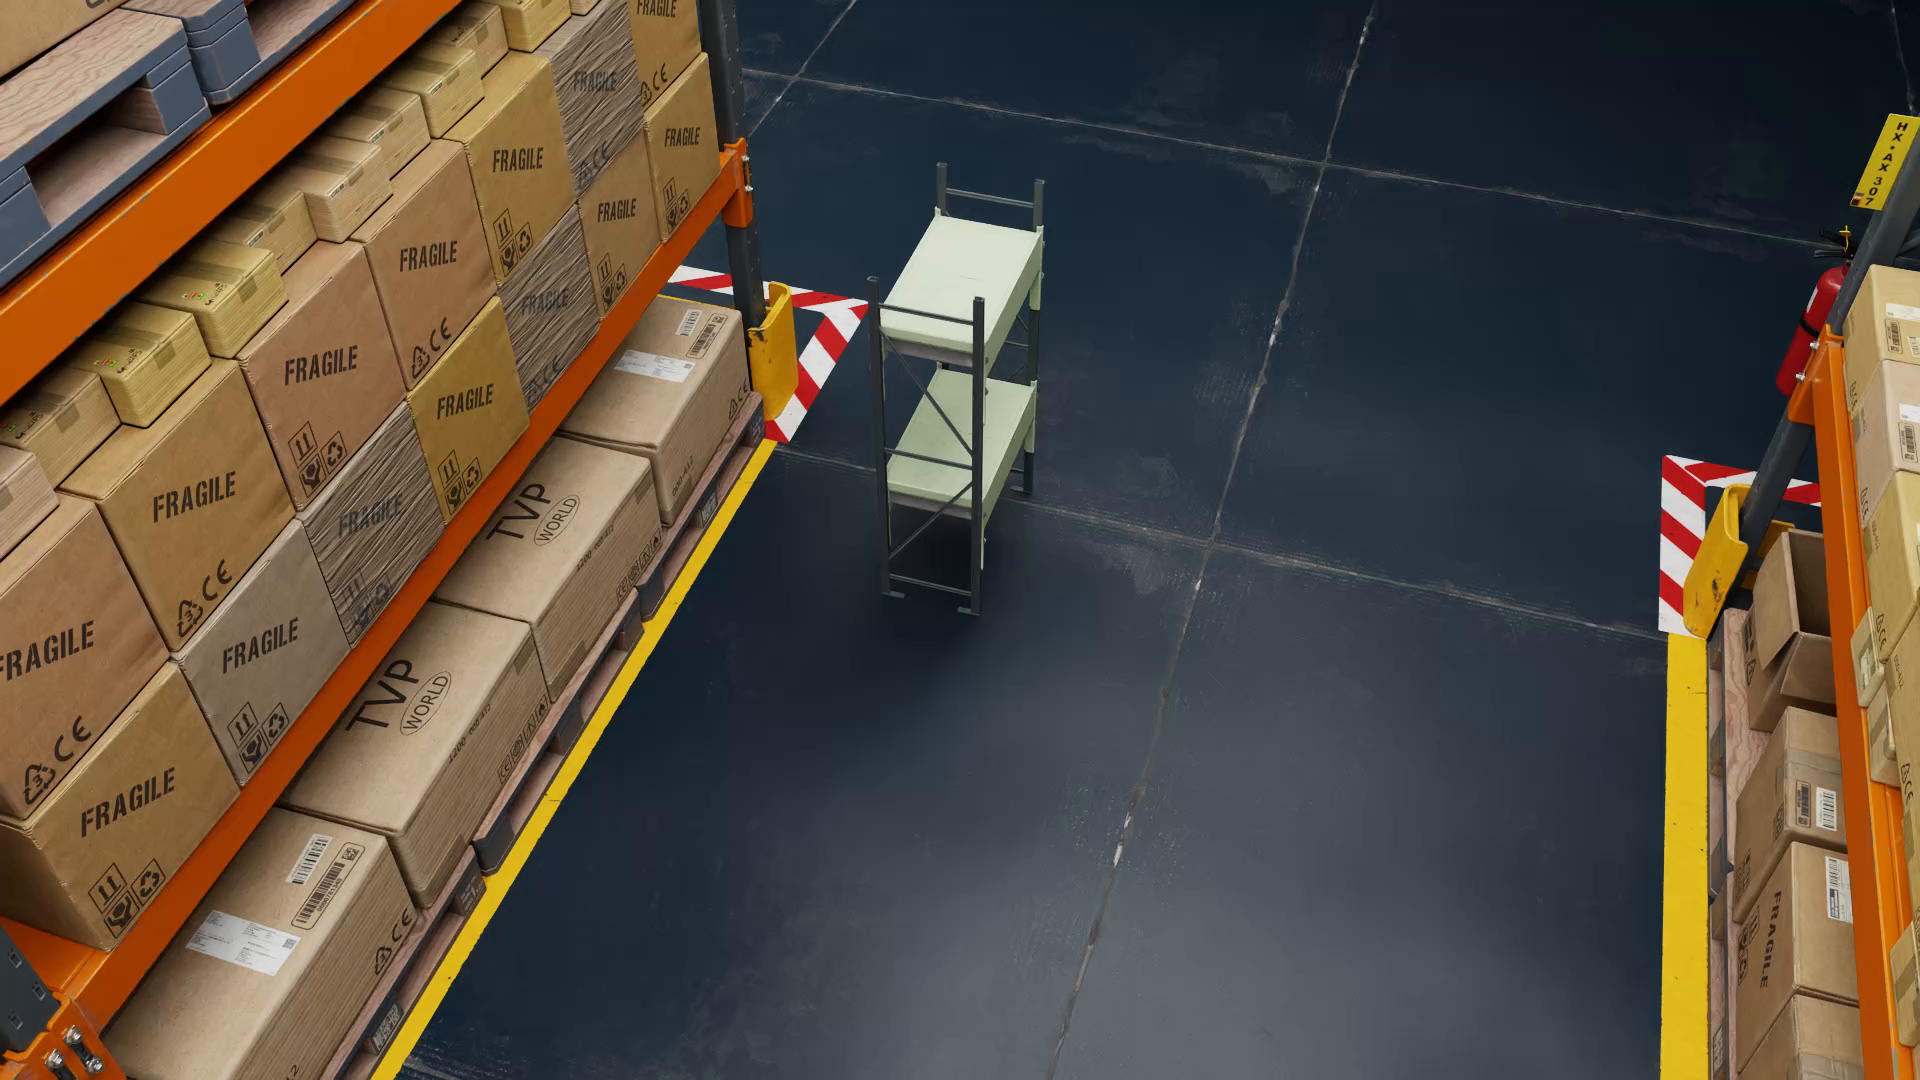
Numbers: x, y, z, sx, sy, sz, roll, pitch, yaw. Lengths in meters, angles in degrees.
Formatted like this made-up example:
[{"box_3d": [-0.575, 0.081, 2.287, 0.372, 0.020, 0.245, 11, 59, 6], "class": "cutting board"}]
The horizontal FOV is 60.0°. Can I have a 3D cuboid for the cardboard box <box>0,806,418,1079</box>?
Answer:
[{"box_3d": [-2.242, 1.235, 4.875, 0.875, 0.438, 0.875, 12, 46, 12], "class": "cardboard box"}]

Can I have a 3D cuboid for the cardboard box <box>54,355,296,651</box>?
[{"box_3d": [-2.001, -0.129, 3.951, 0.500, 0.500, 0.500, 12, 46, 12], "class": "cardboard box"}]

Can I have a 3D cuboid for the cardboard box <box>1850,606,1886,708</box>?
[{"box_3d": [2.610, 0.347, 4.430, 0.380, 0.149, 0.250, 11, 46, 11], "class": "cardboard box"}]

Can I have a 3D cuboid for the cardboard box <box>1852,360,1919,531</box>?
[{"box_3d": [2.862, -0.223, 4.728, 0.500, 0.250, 0.500, 13, 46, 13], "class": "cardboard box"}]

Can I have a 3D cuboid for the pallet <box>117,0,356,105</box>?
[{"box_3d": [-1.906, -1.529, 4.086, 1.003, 0.211, 1.213, 13, 46, 13], "class": "pallet"}]

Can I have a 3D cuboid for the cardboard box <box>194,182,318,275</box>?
[{"box_3d": [-1.853, -0.777, 4.149, 0.380, 0.149, 0.250, 12, 46, 12], "class": "cardboard box"}]

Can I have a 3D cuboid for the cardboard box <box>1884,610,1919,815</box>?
[{"box_3d": [2.577, 0.461, 4.029, 0.500, 0.250, 0.500, 11, 46, 11], "class": "cardboard box"}]

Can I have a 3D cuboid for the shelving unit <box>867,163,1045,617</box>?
[{"box_3d": [-0.002, -0.532, 6.221, 0.431, 1.500, 0.755, 13, 46, 12], "class": "shelving unit"}]

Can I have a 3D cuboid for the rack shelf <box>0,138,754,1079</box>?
[{"box_3d": [-1.929, -0.211, 5.335, 1.077, 0.370, 4.000, 13, 46, 13], "class": "rack shelf"}]

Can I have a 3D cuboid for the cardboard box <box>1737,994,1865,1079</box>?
[{"box_3d": [2.522, 1.632, 4.424, 0.700, 0.500, 0.500, 11, 45, 11], "class": "cardboard box"}]

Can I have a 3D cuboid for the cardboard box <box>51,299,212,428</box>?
[{"box_3d": [-1.959, -0.421, 3.786, 0.380, 0.149, 0.250, 12, 46, 12], "class": "cardboard box"}]

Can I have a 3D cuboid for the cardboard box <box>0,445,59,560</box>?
[{"box_3d": [-2.130, -0.089, 3.446, 0.380, 0.149, 0.250, 13, 46, 13], "class": "cardboard box"}]

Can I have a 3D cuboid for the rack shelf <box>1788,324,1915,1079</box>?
[{"box_3d": [2.803, 0.838, 4.263, 1.077, 0.370, 4.000, 13, 46, 13], "class": "rack shelf"}]

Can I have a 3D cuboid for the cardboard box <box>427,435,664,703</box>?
[{"box_3d": [-1.697, 0.038, 6.098, 0.875, 0.438, 0.875, 14, 46, 14], "class": "cardboard box"}]

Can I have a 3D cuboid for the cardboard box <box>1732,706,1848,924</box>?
[{"box_3d": [2.837, 0.940, 5.131, 0.700, 0.500, 0.500, 14, 46, 14], "class": "cardboard box"}]

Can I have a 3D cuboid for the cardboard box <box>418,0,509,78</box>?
[{"box_3d": [-1.555, -1.462, 4.849, 0.380, 0.149, 0.250, 12, 46, 12], "class": "cardboard box"}]

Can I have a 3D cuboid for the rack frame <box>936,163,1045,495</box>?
[{"box_3d": [0.109, -0.776, 6.470, 0.400, 1.500, 0.023, 13, 46, 12], "class": "rack frame"}]

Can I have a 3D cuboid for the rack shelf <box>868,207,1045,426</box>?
[{"box_3d": [-0.002, -0.811, 5.948, 0.431, 0.370, 0.720, 13, 46, 12], "class": "rack shelf"}]

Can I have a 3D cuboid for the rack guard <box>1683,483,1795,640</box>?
[{"box_3d": [3.385, 0.192, 6.196, 1.175, 0.500, 0.348, 13, 46, 13], "class": "rack guard"}]

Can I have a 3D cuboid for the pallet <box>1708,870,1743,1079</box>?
[{"box_3d": [2.774, 1.638, 4.926, 1.003, 0.211, 1.213, 13, 46, 13], "class": "pallet"}]

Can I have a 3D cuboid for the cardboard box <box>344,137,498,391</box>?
[{"box_3d": [-1.680, -0.804, 4.640, 0.500, 0.500, 0.500, 12, 46, 12], "class": "cardboard box"}]

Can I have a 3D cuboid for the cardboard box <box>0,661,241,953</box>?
[{"box_3d": [-2.143, 0.572, 3.949, 0.500, 0.500, 0.500, 14, 46, 14], "class": "cardboard box"}]

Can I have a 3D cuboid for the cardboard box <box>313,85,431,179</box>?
[{"box_3d": [-1.673, -1.111, 4.490, 0.380, 0.149, 0.250, 14, 46, 14], "class": "cardboard box"}]

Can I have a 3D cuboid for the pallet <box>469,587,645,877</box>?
[{"box_3d": [-1.862, 0.556, 6.031, 1.003, 0.211, 1.213, 13, 46, 12], "class": "pallet"}]

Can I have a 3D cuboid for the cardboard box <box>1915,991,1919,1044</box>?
[{"box_3d": [2.256, 1.133, 3.342, 0.500, 0.250, 0.500, 13, 46, 13], "class": "cardboard box"}]

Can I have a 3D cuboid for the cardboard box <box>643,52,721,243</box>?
[{"box_3d": [-1.217, -1.459, 6.025, 0.500, 0.500, 0.500, 13, 46, 13], "class": "cardboard box"}]

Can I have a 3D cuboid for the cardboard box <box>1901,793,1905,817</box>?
[{"box_3d": [2.537, 0.713, 4.056, 0.380, 0.149, 0.250, 12, 46, 12], "class": "cardboard box"}]

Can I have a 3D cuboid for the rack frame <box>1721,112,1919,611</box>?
[{"box_3d": [3.408, -0.752, 5.374, 1.000, 3.000, 0.127, 13, 46, 13], "class": "rack frame"}]

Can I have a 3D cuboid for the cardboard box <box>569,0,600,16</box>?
[{"box_3d": [-1.293, -1.780, 5.174, 0.380, 0.149, 0.250, 12, 46, 12], "class": "cardboard box"}]

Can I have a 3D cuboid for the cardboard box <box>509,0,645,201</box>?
[{"box_3d": [-1.373, -1.468, 5.319, 0.500, 0.500, 0.500, 13, 46, 13], "class": "cardboard box"}]

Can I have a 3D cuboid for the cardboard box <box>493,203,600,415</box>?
[{"box_3d": [-1.530, -0.783, 5.334, 0.500, 0.500, 0.500, 14, 46, 14], "class": "cardboard box"}]

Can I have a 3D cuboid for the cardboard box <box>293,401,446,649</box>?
[{"box_3d": [-1.830, -0.092, 4.628, 0.500, 0.500, 0.500, 13, 46, 13], "class": "cardboard box"}]

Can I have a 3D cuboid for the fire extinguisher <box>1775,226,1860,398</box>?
[{"box_3d": [3.012, -0.787, 5.731, 0.296, 0.674, 0.183, 13, 46, 13], "class": "fire extinguisher"}]

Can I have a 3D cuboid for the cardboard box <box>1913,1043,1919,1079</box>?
[{"box_3d": [2.272, 1.212, 3.546, 0.380, 0.149, 0.250, 14, 46, 14], "class": "cardboard box"}]
